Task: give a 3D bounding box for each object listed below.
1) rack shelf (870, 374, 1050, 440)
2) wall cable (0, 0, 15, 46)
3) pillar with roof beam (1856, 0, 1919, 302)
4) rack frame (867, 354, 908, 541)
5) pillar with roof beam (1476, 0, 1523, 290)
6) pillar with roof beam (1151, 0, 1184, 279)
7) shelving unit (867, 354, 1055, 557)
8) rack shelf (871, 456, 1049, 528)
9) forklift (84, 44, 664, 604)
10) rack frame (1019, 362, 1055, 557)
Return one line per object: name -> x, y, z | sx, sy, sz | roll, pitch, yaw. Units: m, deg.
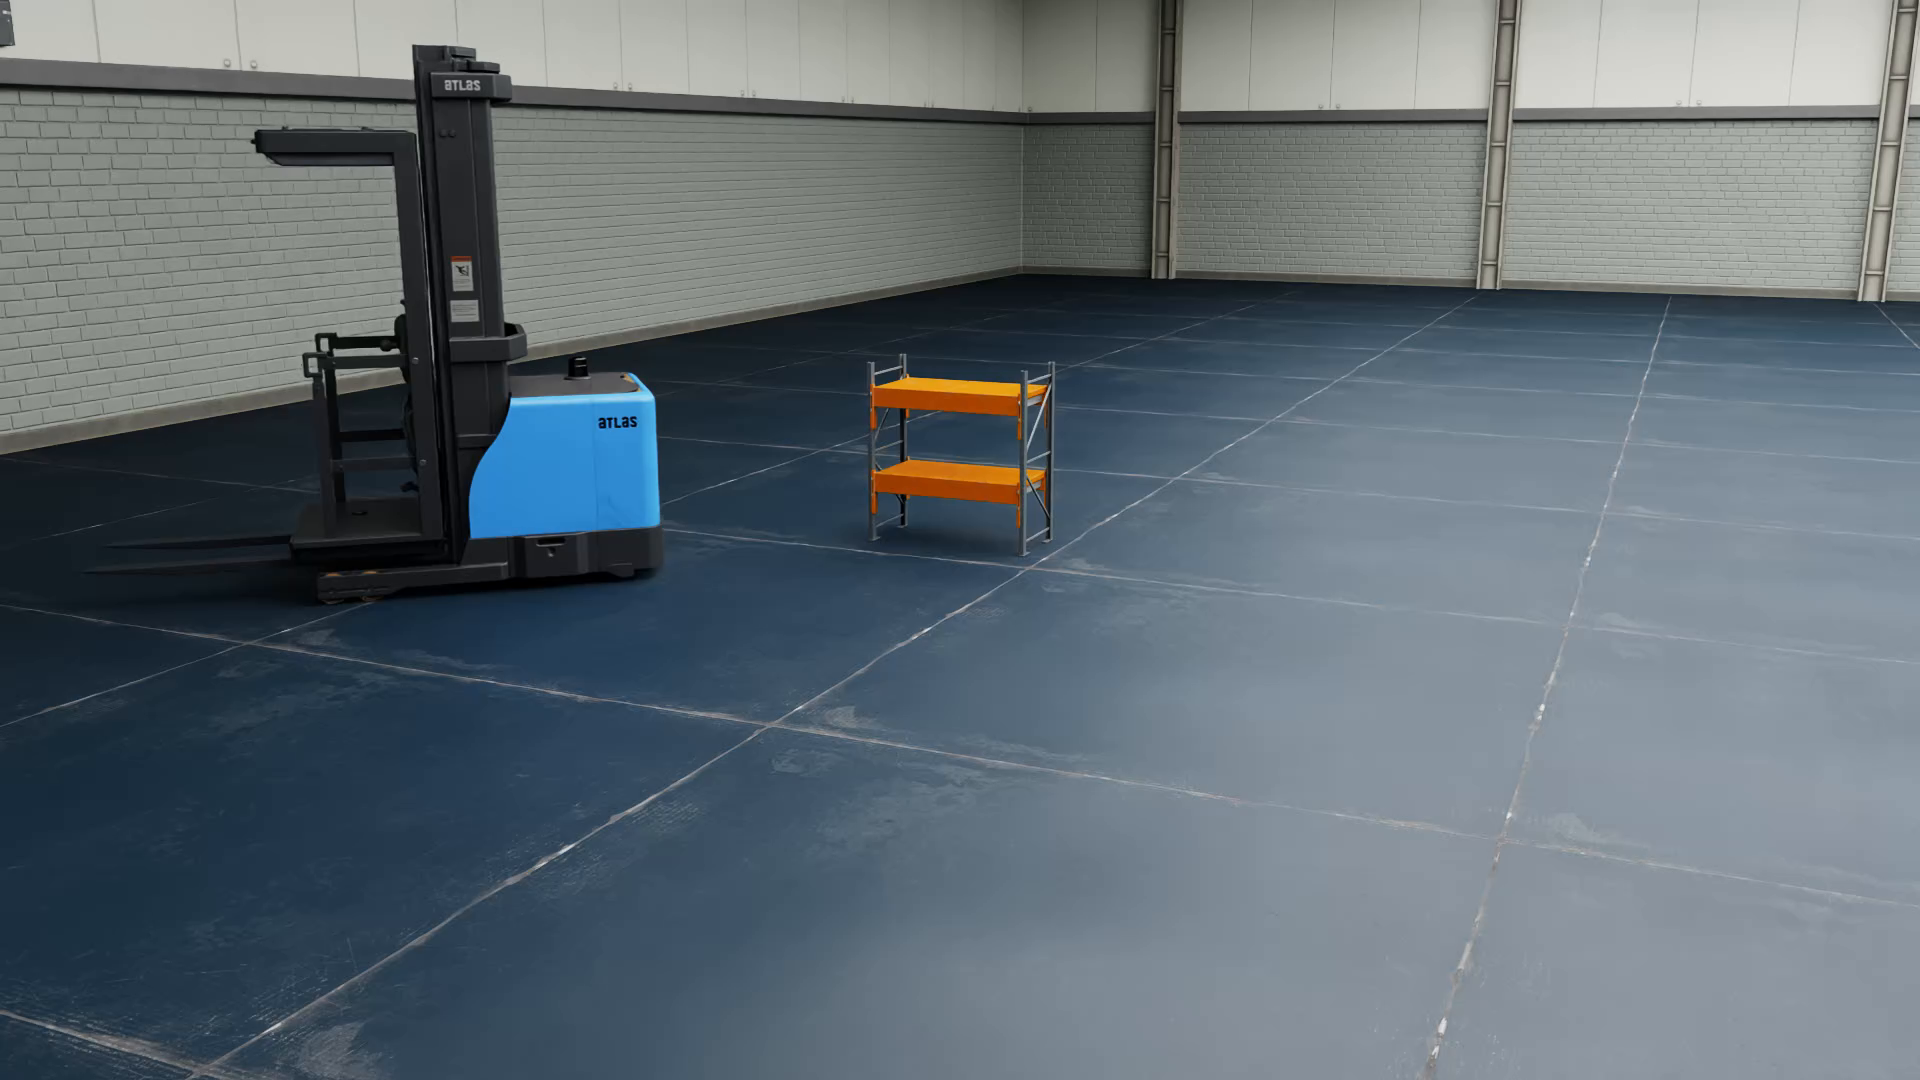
rack shelf -> 0.006, -0.832, 10.301 | 1.000, 0.278, 0.538 | 6, 14, 23
wall cable -> -7.154, -7.009, 13.225 | 0.169, 6.003, 2.305 | 6, 14, 23
pillar with roof beam -> 13.131, -7.393, 22.305 | 0.400, 9.000, 9.100 | 6, 14, 23
rack frame -> -0.459, -0.594, 10.568 | 0.032, 1.125, 0.500 | 6, 14, 23
pillar with roof beam -> 7.645, -7.948, 24.671 | 0.400, 9.000, 9.100 | 6, 14, 23
pillar with roof beam -> 2.159, -8.503, 27.037 | 0.400, 9.000, 9.100 | 6, 14, 23
shelving unit -> 0.006, -0.547, 10.368 | 1.048, 1.125, 0.538 | 6, 14, 23
rack shelf -> 0.006, -0.309, 10.424 | 1.000, 0.278, 0.538 | 6, 14, 23
forklift -> -3.284, -1.214, 9.255 | 3.031, 2.935, 1.130 | -4, 14, -17
rack frame -> 0.471, -0.500, 10.167 | 0.032, 1.125, 0.500 | 6, 14, 23
